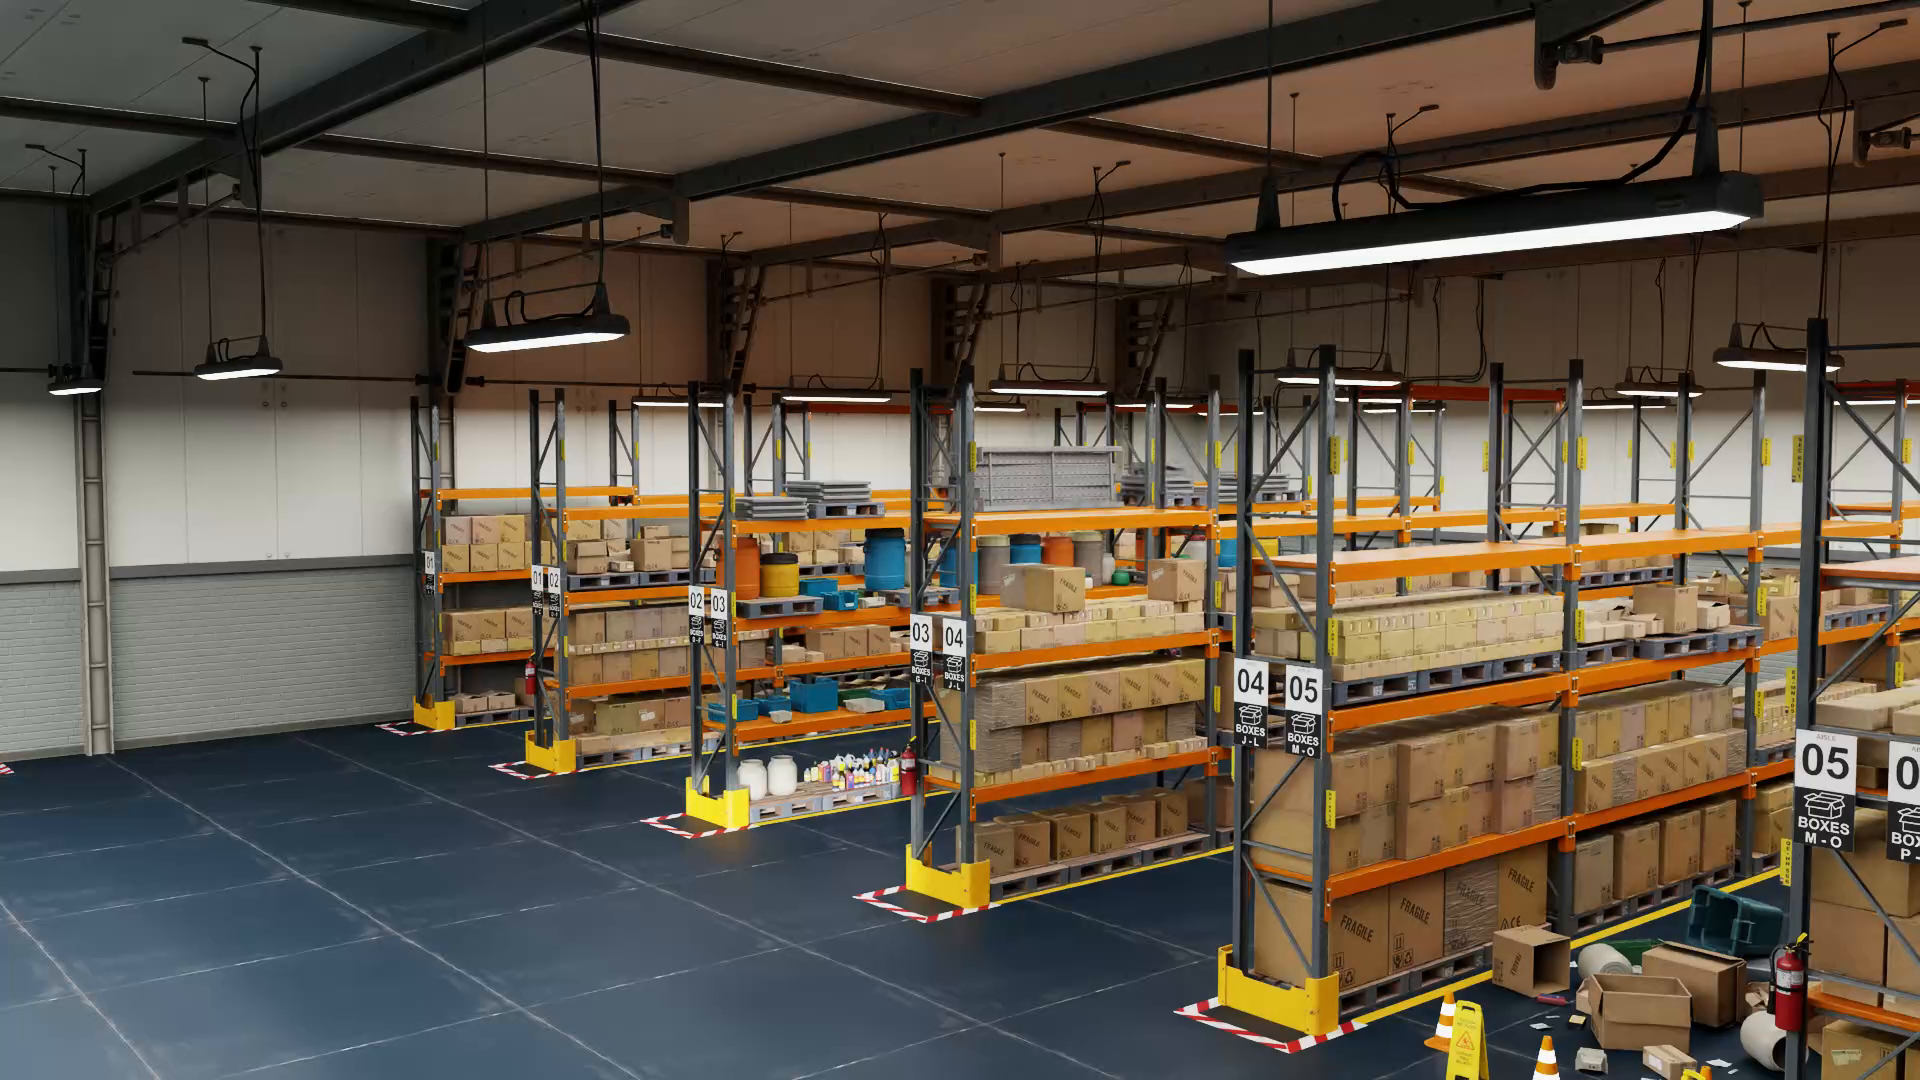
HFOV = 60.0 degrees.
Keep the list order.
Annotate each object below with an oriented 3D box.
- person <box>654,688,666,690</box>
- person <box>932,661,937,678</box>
[{"bbox_3d":[-5.308,2.560,29.595,0.627,1.737,0.729,-3,4,-37],"label":"person"},{"bbox_3d":[-0.696,2.033,34.040,0.729,1.858,0.807,3,5,44],"label":"person"}]
